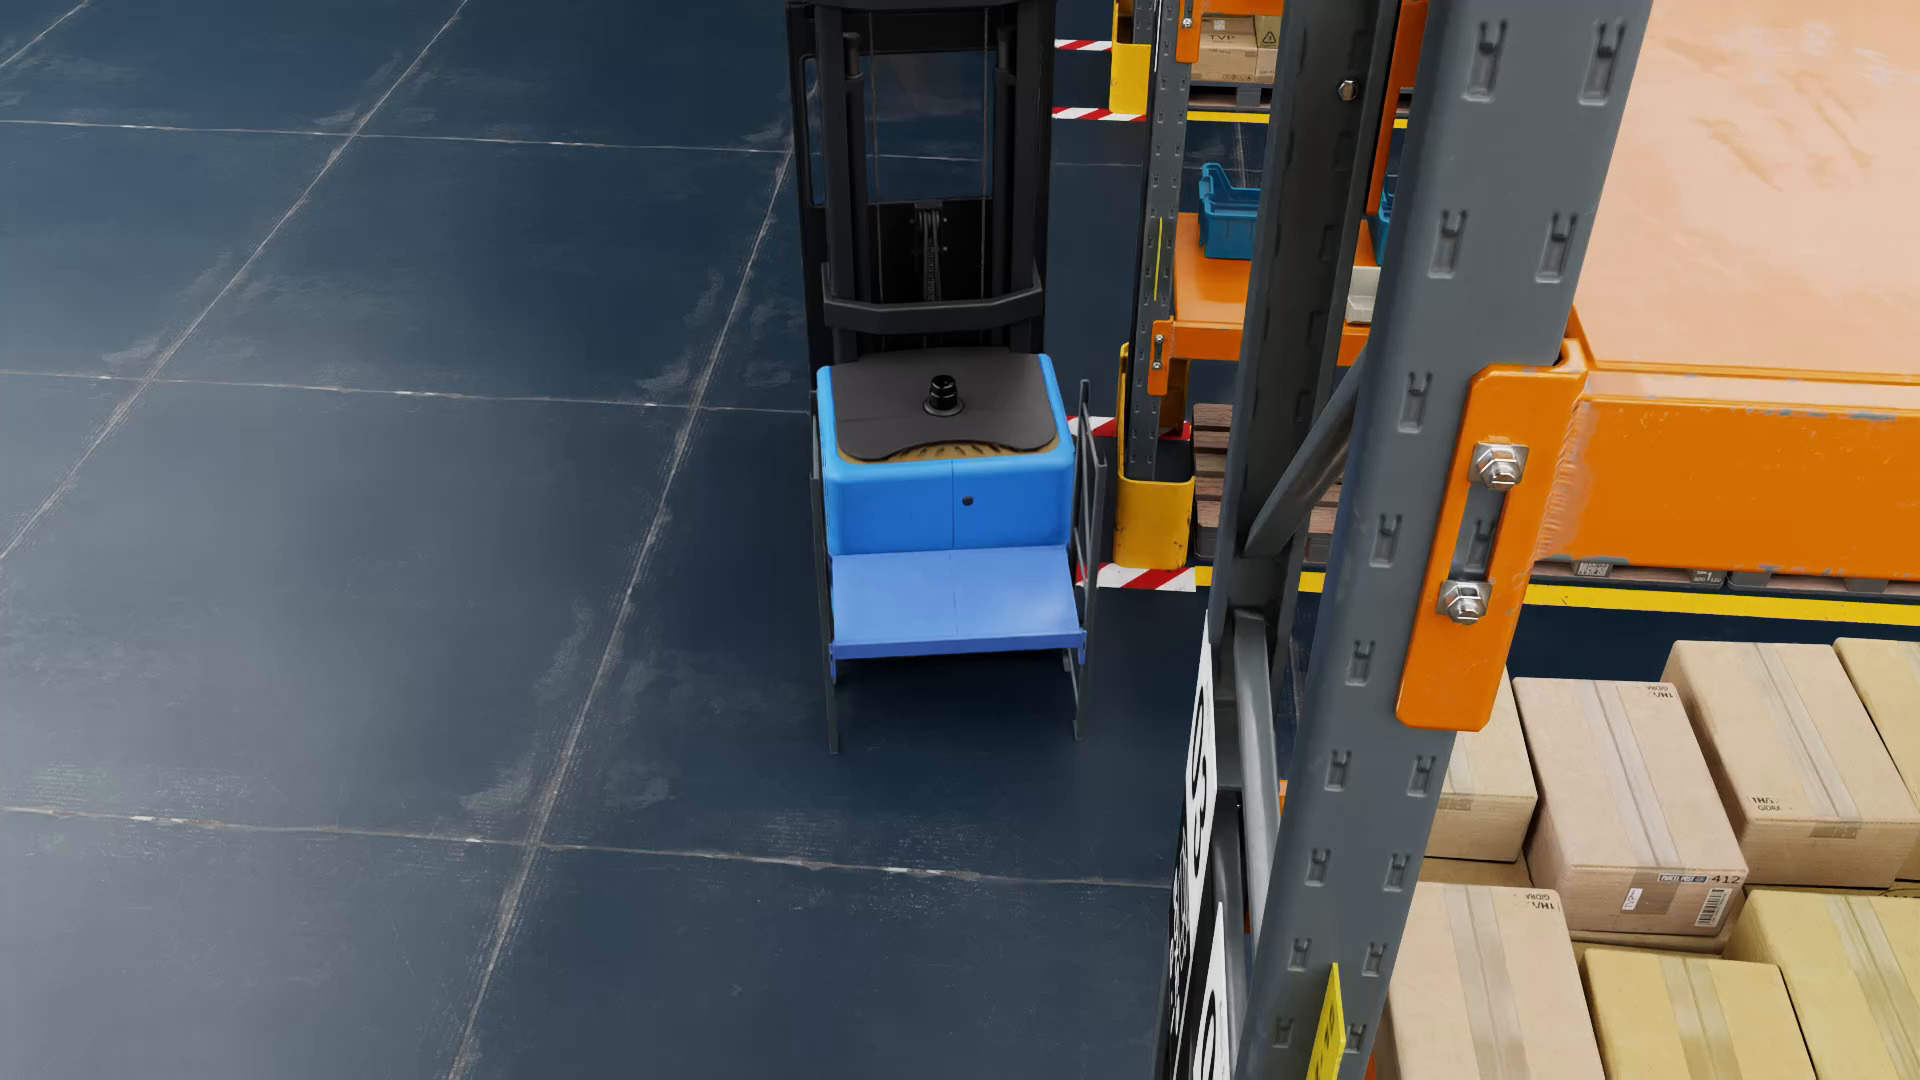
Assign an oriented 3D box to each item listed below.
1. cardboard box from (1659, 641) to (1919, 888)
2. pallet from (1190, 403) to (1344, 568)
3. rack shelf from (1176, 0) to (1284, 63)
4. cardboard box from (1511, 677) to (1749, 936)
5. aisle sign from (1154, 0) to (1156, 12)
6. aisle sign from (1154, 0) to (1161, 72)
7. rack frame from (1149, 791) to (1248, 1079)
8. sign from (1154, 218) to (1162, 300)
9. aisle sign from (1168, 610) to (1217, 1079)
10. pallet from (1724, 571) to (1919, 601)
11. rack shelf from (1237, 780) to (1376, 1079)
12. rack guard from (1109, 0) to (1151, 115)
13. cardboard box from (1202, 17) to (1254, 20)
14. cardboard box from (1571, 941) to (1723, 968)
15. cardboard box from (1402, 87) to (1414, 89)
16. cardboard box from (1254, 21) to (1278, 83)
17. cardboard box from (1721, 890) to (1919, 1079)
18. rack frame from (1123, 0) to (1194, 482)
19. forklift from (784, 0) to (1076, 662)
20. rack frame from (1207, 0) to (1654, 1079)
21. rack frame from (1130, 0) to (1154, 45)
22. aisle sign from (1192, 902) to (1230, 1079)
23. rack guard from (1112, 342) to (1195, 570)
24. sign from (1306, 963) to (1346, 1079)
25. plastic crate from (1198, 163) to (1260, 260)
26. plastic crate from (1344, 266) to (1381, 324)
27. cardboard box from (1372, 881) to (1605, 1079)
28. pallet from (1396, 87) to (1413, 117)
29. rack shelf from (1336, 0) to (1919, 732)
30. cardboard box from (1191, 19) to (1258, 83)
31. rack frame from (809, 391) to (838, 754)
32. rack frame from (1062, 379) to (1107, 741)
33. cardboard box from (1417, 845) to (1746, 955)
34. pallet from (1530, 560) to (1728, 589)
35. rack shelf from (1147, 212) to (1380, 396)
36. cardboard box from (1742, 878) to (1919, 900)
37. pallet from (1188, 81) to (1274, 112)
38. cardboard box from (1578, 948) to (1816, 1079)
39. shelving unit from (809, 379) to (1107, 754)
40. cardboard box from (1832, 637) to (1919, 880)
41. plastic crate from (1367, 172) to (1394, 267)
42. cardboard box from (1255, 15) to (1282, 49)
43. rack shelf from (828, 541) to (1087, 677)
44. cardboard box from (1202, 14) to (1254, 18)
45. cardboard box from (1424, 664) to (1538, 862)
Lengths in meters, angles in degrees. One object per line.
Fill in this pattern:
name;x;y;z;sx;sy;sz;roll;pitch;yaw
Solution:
cardboard box;1.259;0.337;2.557;0.250;0.149;0.380;2;39;2
pallet;1.740;-0.267;8.082;1.213;0.211;1.003;3;39;4
rack shelf;2.844;-2.146;6.375;4.000;0.370;1.077;3;39;4
cardboard box;0.977;0.391;2.491;0.250;0.149;0.380;2;39;2
aisle sign;0.805;-2.570;6.642;0.004;0.787;0.394;3;39;4
aisle sign;0.755;-2.199;6.187;0.004;0.787;0.394;3;39;4
rack frame;0.424;1.744;3.402;0.127;3.000;1.000;3;39;4
sign;0.800;-1.133;6.717;0.005;0.325;0.100;3;39;4
aisle sign;0.388;0.544;2.817;0.004;0.787;0.394;3;39;4
pallet;4.171;-0.135;7.919;1.213;0.211;1.003;3;39;4
rack shelf;2.417;0.969;2.548;4.000;0.370;1.077;3;39;4
rack guard;1.259;-3.518;11.847;0.348;0.500;1.175;3;39;4
cardboard box;1.842;-3.739;11.984;0.500;0.250;0.500;3;39;4
cardboard box;0.882;0.828;2.270;0.500;0.250;0.500;4;39;5
cardboard box;3.292;-3.331;11.482;0.500;0.250;0.500;3;39;4
cardboard box;2.296;-3.389;11.553;0.500;0.250;0.500;3;39;4
cardboard box;1.191;0.656;2.166;0.250;0.149;0.380;2;39;3
rack frame;0.852;-1.371;7.229;0.127;3.000;1.000;3;39;4
forklift;-0.185;-1.533;7.482;1.130;2.935;3.031;-4;39;-5
rack frame;0.424;-0.583;1.508;0.127;3.000;1.000;3;39;4
rack frame;1.283;-4.486;11.056;0.127;3.000;1.000;3;39;4
aisle sign;0.337;0.921;2.353;0.004;0.787;0.394;3;39;4
rack guard;0.931;-0.427;8.049;0.348;0.500;1.175;3;39;4
sign;0.378;0.583;1.760;0.005;0.325;0.100;3;39;4
plastic crate;1.376;-1.474;7.473;0.616;0.251;0.499;3;39;4
plastic crate;1.715;-1.018;7.004;0.250;0.136;0.298;3;39;4
cardboard box;0.679;0.645;2.179;0.250;0.149;0.380;3;39;4
pallet;3.260;-3.321;11.834;1.213;0.211;1.003;3;39;4
rack shelf;2.417;-0.194;1.602;4.000;0.370;1.077;3;39;4
cardboard box;1.798;-3.413;11.584;0.500;0.250;0.500;3;39;4
rack frame;-0.531;0.164;6.504;0.032;1.500;0.500;-3;43;-3
rack frame;0.483;0.116;6.562;0.032;1.500;0.500;-3;43;-3
cardboard box;0.926;0.505;2.666;0.500;0.250;0.500;4;39;5
pallet;2.952;-0.199;7.998;1.213;0.211;1.003;3;39;4
rack shelf;2.844;-0.983;7.322;4.000;0.370;1.077;3;39;4
cardboard box;1.424;0.531;2.635;0.500;0.250;0.500;3;39;4
pallet;2.048;-3.389;11.917;1.213;0.211;1.003;3;39;4
cardboard box;0.929;0.720;2.087;0.250;0.149;0.380;4;39;5
shelving unit;-0.024;0.140;6.533;1.048;1.500;0.538;-3;43;-3
cardboard box;1.511;0.336;2.559;0.250;0.149;0.380;3;39;4
plastic crate;2.023;-1.435;7.426;0.408;0.251;0.499;3;39;4
cardboard box;2.296;-3.678;11.315;0.500;0.500;0.500;3;39;4
rack shelf;-0.025;0.271;6.656;1.000;0.185;0.538;-3;43;-3
cardboard box;1.843;-4.031;11.749;0.500;0.500;0.500;3;39;4
cardboard box;0.728;0.303;2.599;0.250;0.149;0.380;3;39;4
